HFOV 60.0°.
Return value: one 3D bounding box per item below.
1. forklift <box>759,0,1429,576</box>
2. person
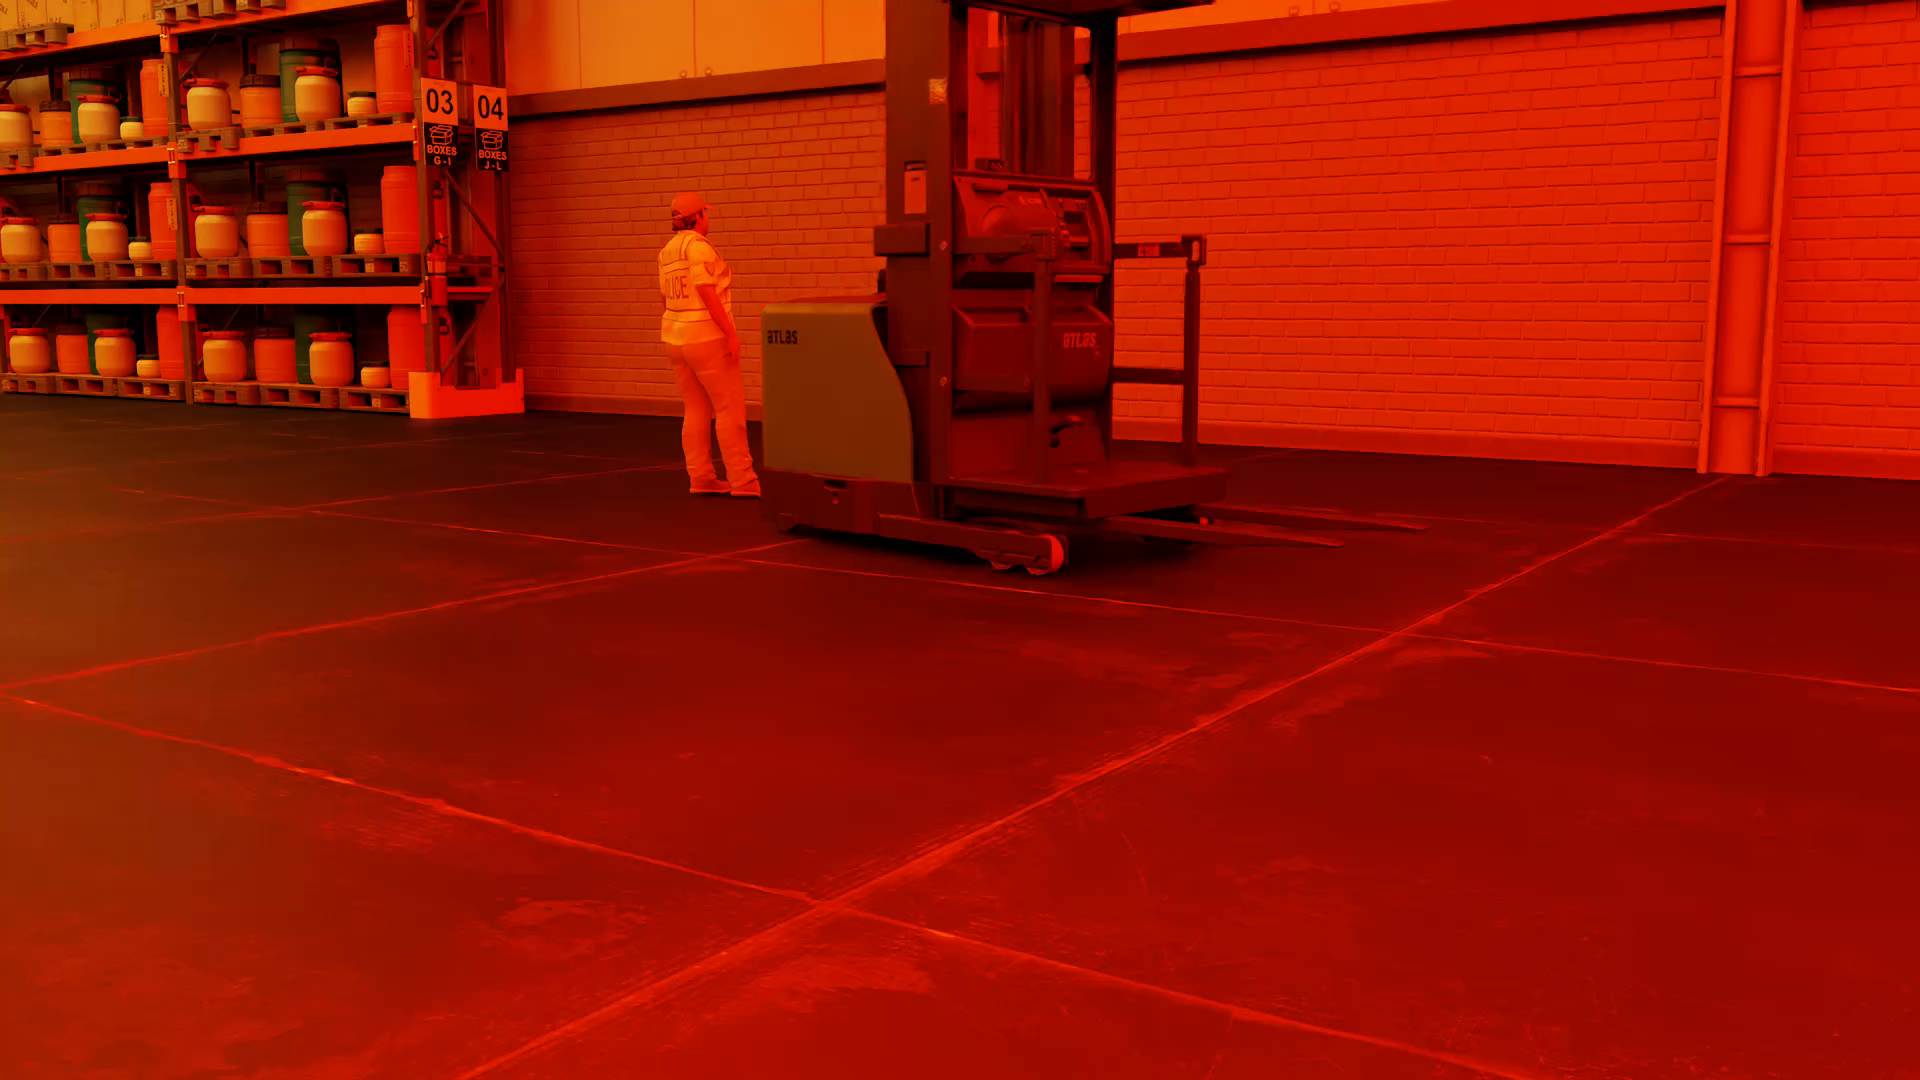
[{"bbox_3d":[0.473,-1.391,6.977,3.031,2.935,1.130,8,11,43],"label":"forklift"},{"bbox_3d":[-1.362,-1.082,9.248,0.530,1.670,0.596,-7,10,-39],"label":"person"}]
